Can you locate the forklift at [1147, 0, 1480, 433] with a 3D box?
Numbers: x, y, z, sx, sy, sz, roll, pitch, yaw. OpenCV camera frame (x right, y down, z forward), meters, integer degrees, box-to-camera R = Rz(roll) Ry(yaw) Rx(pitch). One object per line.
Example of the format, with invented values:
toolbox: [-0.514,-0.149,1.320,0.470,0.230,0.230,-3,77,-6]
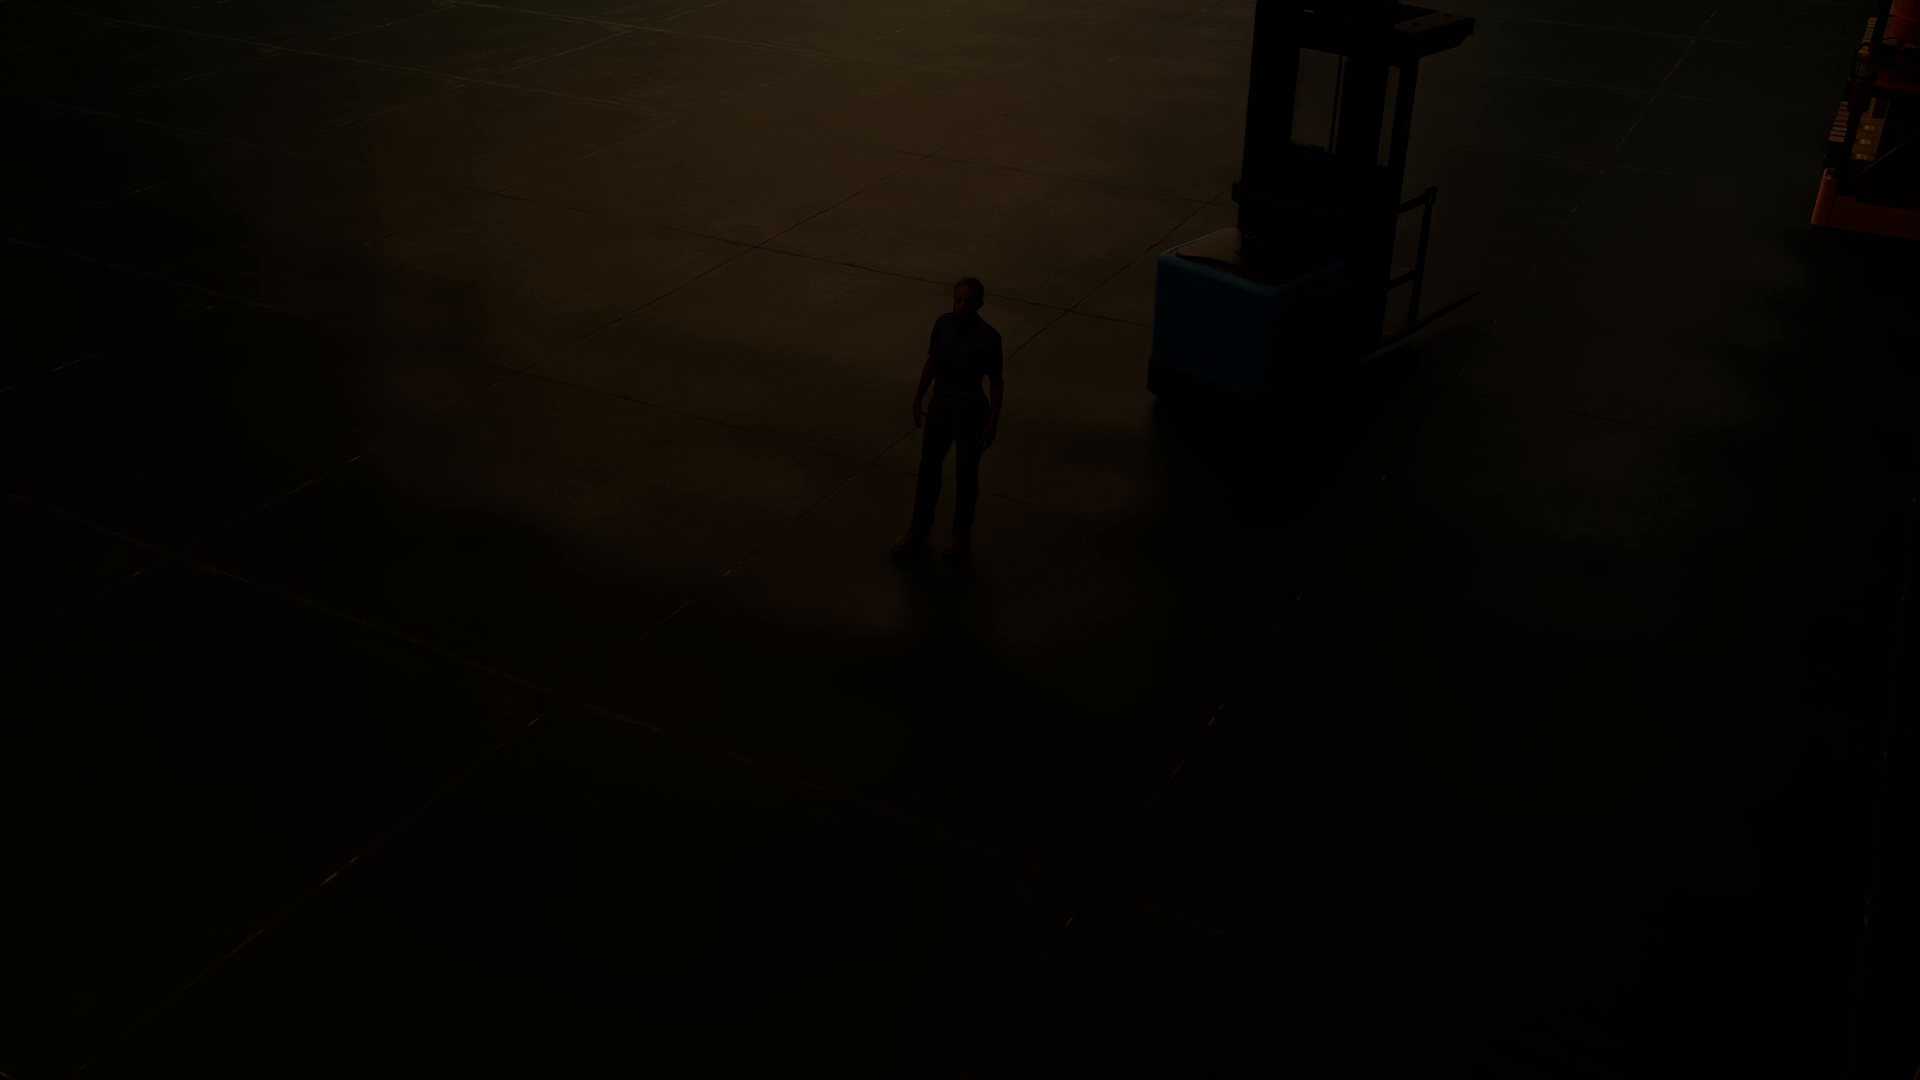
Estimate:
forklift: [2.729,-2.615,11.601,3.031,2.935,1.130,-26,39,-37]

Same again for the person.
person: [-0.060,-0.689,9.527,0.569,1.656,0.503,15,33,25]
